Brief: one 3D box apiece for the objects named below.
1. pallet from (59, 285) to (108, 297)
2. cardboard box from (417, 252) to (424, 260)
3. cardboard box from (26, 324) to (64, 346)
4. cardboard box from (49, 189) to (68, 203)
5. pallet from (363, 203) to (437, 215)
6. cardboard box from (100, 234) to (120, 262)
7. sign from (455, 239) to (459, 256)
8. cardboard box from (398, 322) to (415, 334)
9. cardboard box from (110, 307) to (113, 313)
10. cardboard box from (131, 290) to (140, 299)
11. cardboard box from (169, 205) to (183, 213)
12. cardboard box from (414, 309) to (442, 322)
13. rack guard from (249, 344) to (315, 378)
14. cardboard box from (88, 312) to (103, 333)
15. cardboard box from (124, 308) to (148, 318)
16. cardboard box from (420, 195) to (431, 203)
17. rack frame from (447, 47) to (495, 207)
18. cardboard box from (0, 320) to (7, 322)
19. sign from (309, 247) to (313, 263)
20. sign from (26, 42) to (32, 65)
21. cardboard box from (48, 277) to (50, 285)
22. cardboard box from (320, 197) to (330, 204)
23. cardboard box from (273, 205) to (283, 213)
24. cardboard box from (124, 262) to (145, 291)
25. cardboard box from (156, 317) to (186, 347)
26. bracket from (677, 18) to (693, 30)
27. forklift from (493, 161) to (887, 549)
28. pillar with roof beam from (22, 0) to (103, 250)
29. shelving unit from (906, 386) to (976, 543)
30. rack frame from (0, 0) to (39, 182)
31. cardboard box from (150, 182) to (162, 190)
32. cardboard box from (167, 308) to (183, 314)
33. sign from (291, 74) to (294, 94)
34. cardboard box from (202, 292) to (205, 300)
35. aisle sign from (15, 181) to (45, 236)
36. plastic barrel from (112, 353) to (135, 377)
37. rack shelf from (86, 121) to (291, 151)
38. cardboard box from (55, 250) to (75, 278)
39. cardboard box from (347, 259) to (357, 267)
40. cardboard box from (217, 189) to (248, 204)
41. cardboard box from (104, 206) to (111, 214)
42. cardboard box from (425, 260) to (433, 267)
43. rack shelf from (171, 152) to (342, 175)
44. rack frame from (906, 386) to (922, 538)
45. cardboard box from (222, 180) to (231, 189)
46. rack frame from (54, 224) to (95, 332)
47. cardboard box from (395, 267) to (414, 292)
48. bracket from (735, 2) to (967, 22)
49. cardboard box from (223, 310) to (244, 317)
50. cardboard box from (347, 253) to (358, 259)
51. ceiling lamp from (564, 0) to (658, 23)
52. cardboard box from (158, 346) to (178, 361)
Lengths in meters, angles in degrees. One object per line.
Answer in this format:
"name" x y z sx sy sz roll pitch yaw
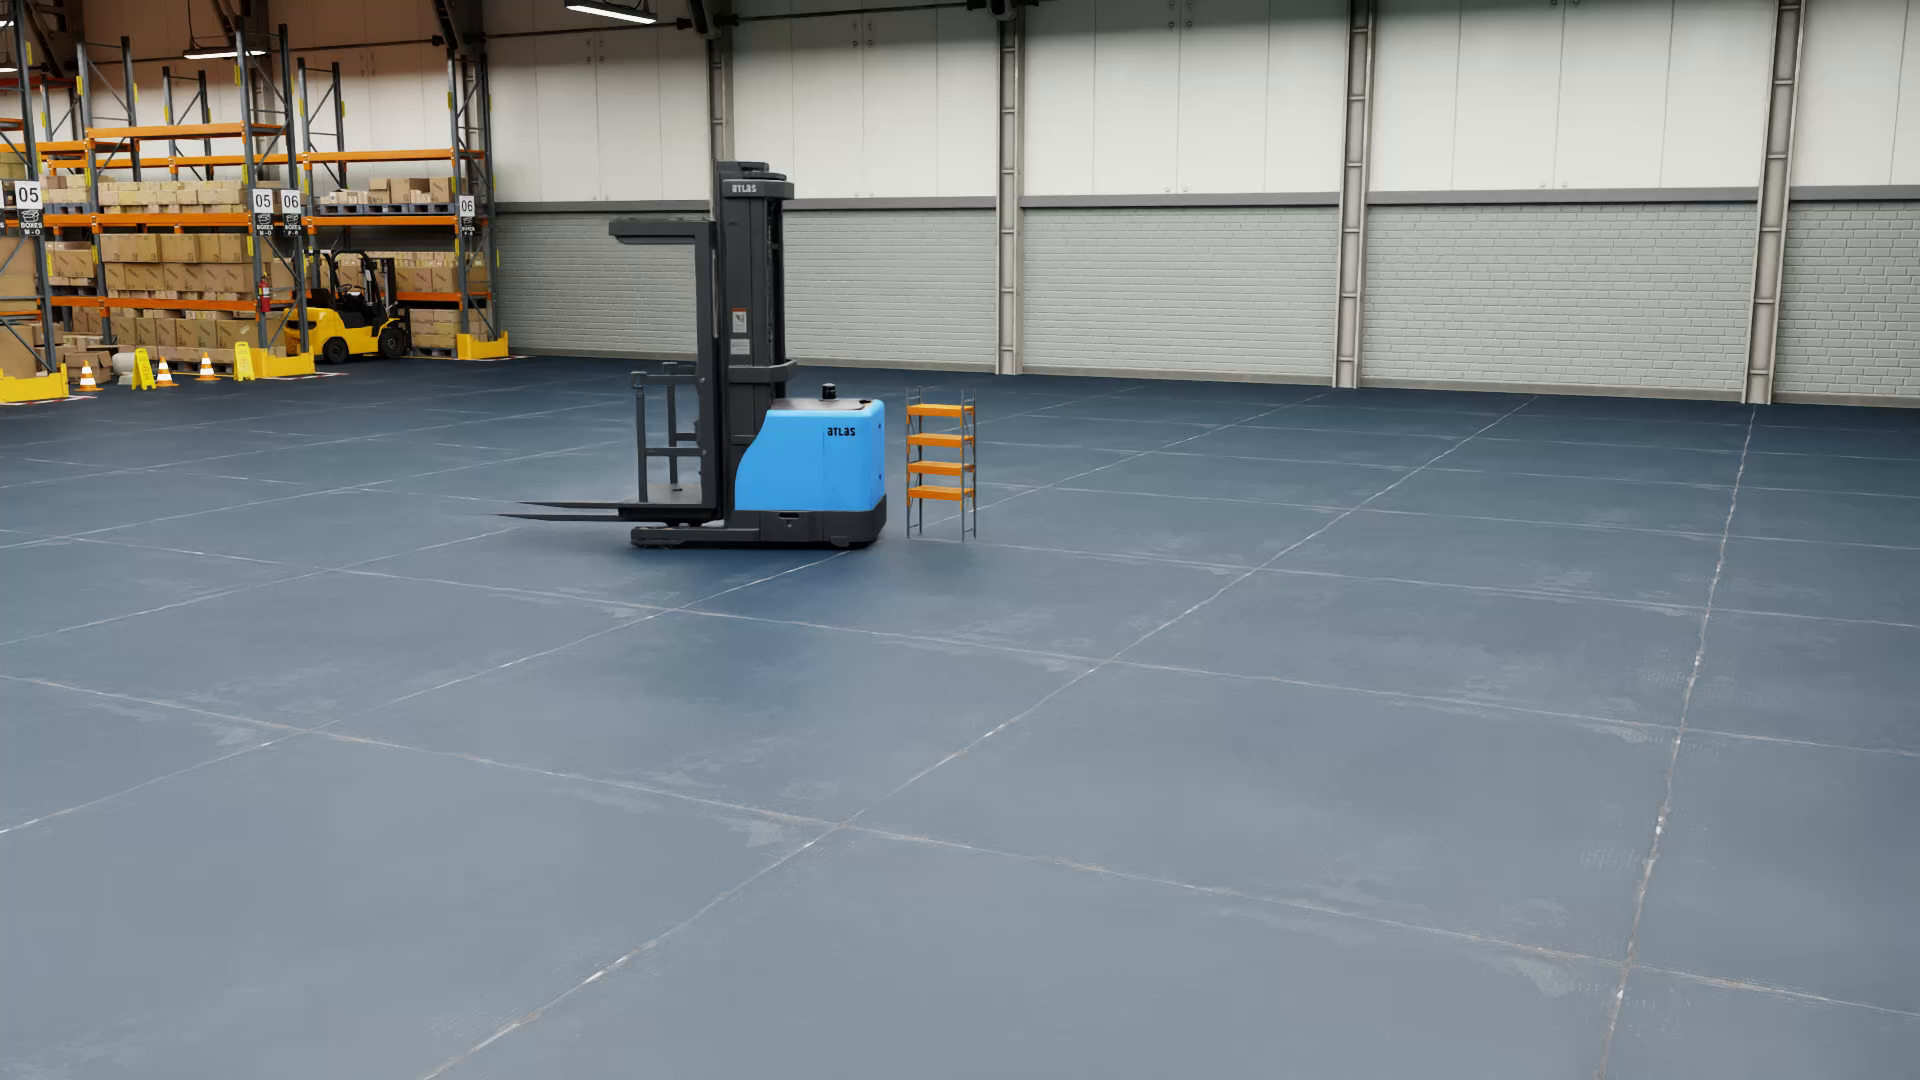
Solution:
"pallet" -16.063 -4.684 31.225 1.213 0.211 1.003 5 11 26
"cardboard box" -10.748 -5.744 33.608 0.250 0.149 0.380 5 11 26
"cardboard box" -16.203 -3.551 29.318 0.500 0.500 0.500 5 11 26
"cardboard box" -16.481 -6.367 30.807 0.500 0.250 0.500 5 11 27
"pallet" -11.382 -6.761 33.988 1.213 0.211 1.003 5 11 26
"cardboard box" -15.143 -5.313 30.239 0.500 0.500 0.700 5 11 25
"sign" -9.914 -5.773 32.790 0.005 0.325 0.100 5 11 26
"cardboard box" -11.154 -4.339 33.920 0.500 0.250 0.500 5 11 25
"cardboard box" -19.242 -5.270 37.945 0.250 0.149 0.380 5 11 26
"cardboard box" -14.800 -4.467 30.196 0.250 0.149 0.380 5 11 26
"cardboard box" -13.696 -5.829 29.298 0.250 0.149 0.380 5 11 25
"cardboard box" -10.673 -4.544 33.648 0.500 0.250 0.500 5 12 27
"rack guard" -11.923 -3.155 29.261 0.348 0.500 1.175 5 11 26
"cardboard box" -19.607 -4.980 38.165 0.500 0.500 0.500 5 11 25
"cardboard box" -14.947 -4.127 30.227 0.250 0.149 0.380 5 11 27
"cardboard box" -10.539 -6.797 33.189 0.250 0.149 0.380 5 11 24
"rack frame" -9.662 -8.124 32.853 0.127 3.000 1.000 5 11 26
"cardboard box" -19.612 -4.239 33.014 0.875 0.875 0.875 5 11 25
"sign" -13.480 -5.931 34.549 0.005 0.325 0.100 5 11 26
"sign" -13.703 -7.159 24.449 0.005 0.325 0.100 5 11 26
"cardboard box" -16.934 -4.857 31.169 0.250 0.149 0.380 5 11 26
"cardboard box" -12.981 -7.012 34.374 0.250 0.149 0.380 5 12 27
"cardboard box" -12.008 -5.810 29.191 0.250 0.149 0.380 5 11 26
"cardboard box" -14.710 -4.775 30.076 0.500 0.500 0.500 5 11 26
"cardboard box" -14.083 -3.746 29.942 0.500 0.500 0.500 6 12 29
"bracket" -5.036 -9.598 30.886 0.430 0.232 0.235 5 11 26
"forklift" -2.143 -1.466 13.100 3.031 2.935 1.130 1 10 4
"pillar with roof beam" -22.554 -8.581 35.377 0.548 9.000 9.100 5 11 26
"shelving unit" -0.148 -0.603 13.195 0.503 1.200 0.258 5 11 26
"rack frame" -13.954 -6.533 24.059 0.127 3.000 1.000 5 11 26
"cardboard box" -14.112 -6.269 29.487 0.250 0.149 0.380 5 11 25
"cardboard box" -17.391 -5.097 36.989 0.250 0.149 0.380 4 11 23
"sign" -11.615 -7.917 28.859 0.005 0.325 0.100 5 11 26
"cardboard box" -13.193 -4.335 29.465 0.250 0.149 0.380 5 11 27
"aisle sign" -13.758 -4.902 24.595 0.004 0.787 0.394 5 11 26
"plastic barrel" -14.377 -3.033 28.798 0.512 0.421 0.421 -4 11 -23
"rack shelf" -13.648 -7.133 29.406 4.000 0.370 1.077 5 11 26
"cardboard box" -16.403 -5.135 30.887 0.500 0.500 0.500 5 11 26
"cardboard box" -12.412 -5.721 34.318 0.250 0.149 0.380 5 12 27
"cardboard box" -12.433 -5.925 28.710 0.500 0.250 0.500 5 11 25
"cardboard box" -15.269 -5.983 30.146 0.250 0.149 0.380 5 11 25
"cardboard box" -10.545 -5.569 33.476 0.250 0.149 0.380 5 12 27
"rack shelf" -15.042 -8.046 35.565 4.000 0.370 1.077 5 11 26
"rack frame" -0.367 -0.623 13.302 0.015 1.200 0.240 5 11 26
"cardboard box" -12.503 -6.130 28.722 0.250 0.149 0.380 5 12 27
"rack frame" -20.423 -6.118 38.612 0.127 3.000 1.000 5 11 26
"cardboard box" -11.140 -5.301 33.817 0.500 0.500 0.500 5 11 25
"bracket" -1.966 -9.328 29.395 4.783 0.066 0.076 5 11 26
"cardboard box" -15.693 -4.739 36.483 0.625 0.625 0.875 5 12 28
"cardboard box" -12.402 -5.868 34.295 0.250 0.149 0.380 5 12 27
"ceiling lamp" -5.285 -9.848 25.985 0.800 3.185 2.000 5 11 26
"cardboard box" -14.072 -3.377 30.008 0.500 0.250 0.500 5 11 25
